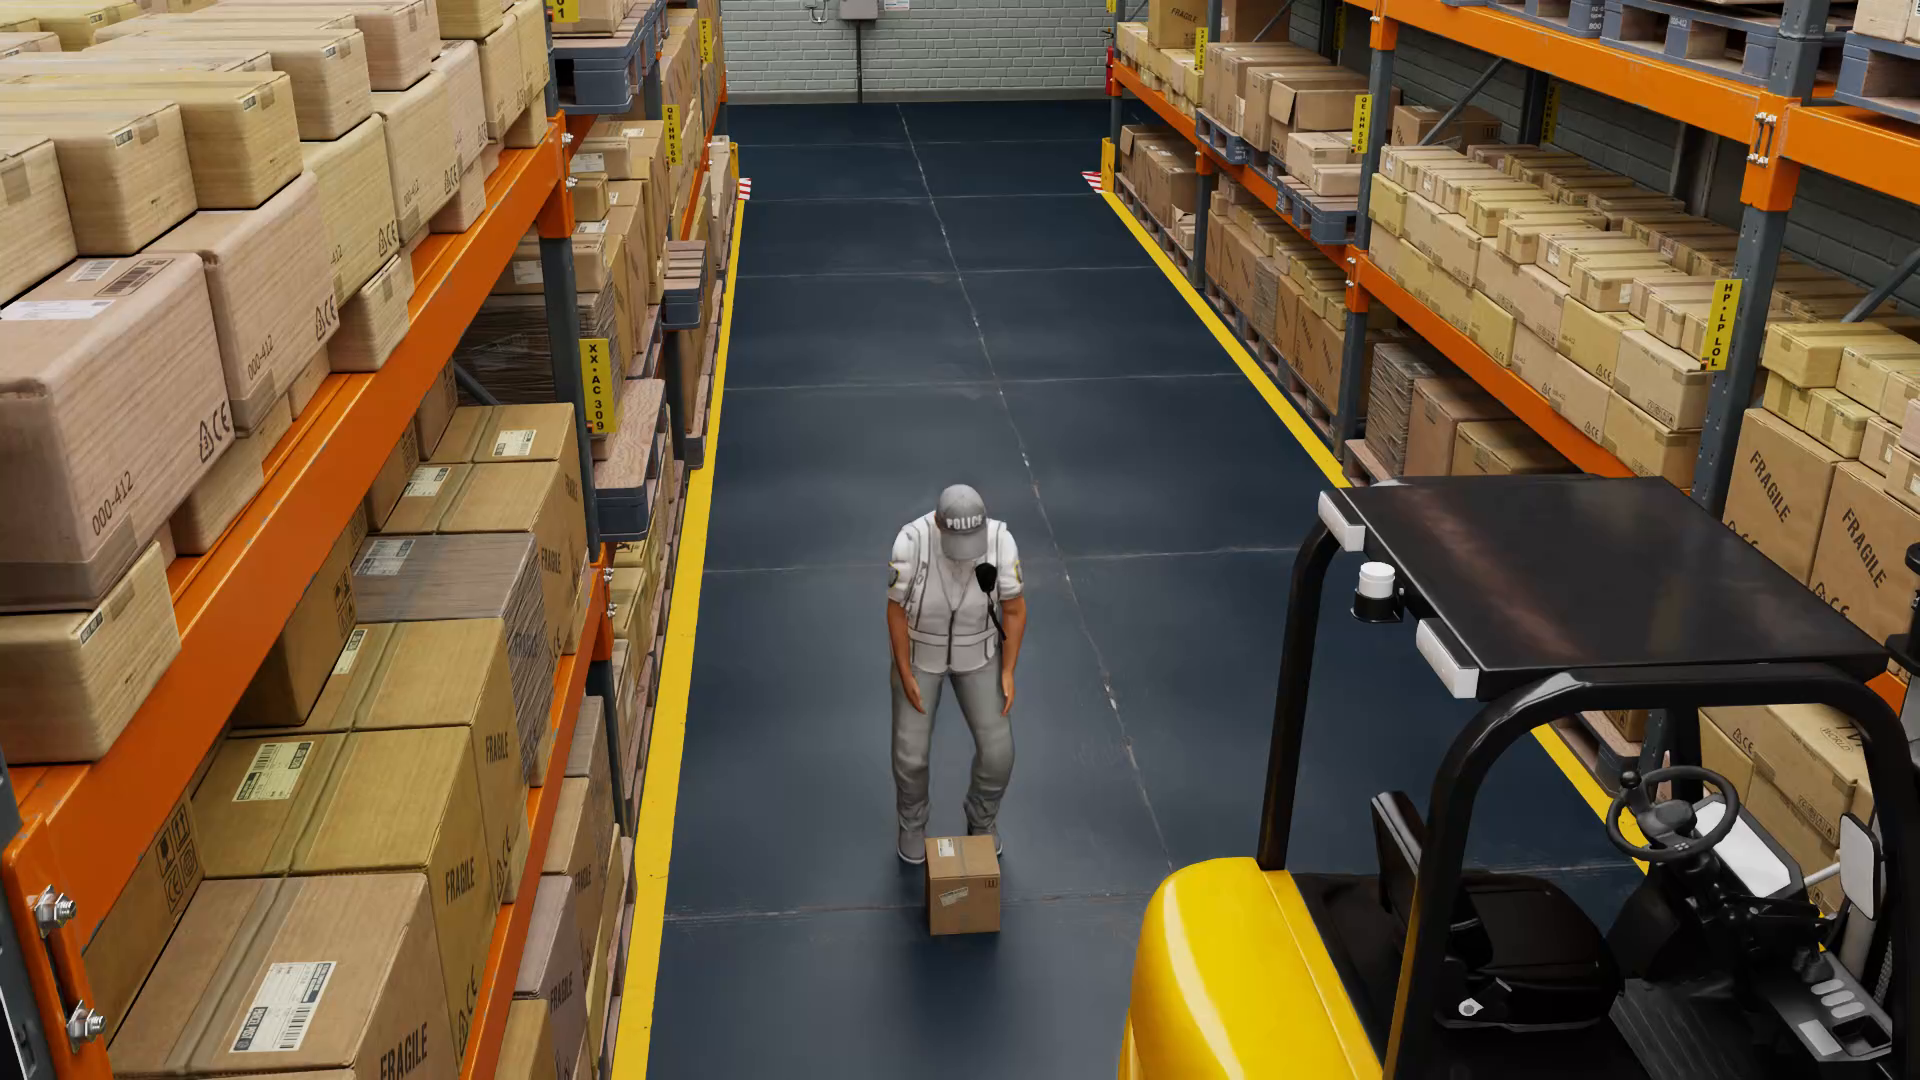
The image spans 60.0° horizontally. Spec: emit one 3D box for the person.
[{"bbox_3d":[-0.012,0.471,6.184,0.515,1.558,0.571,-2,24,-4],"label":"person"}]
